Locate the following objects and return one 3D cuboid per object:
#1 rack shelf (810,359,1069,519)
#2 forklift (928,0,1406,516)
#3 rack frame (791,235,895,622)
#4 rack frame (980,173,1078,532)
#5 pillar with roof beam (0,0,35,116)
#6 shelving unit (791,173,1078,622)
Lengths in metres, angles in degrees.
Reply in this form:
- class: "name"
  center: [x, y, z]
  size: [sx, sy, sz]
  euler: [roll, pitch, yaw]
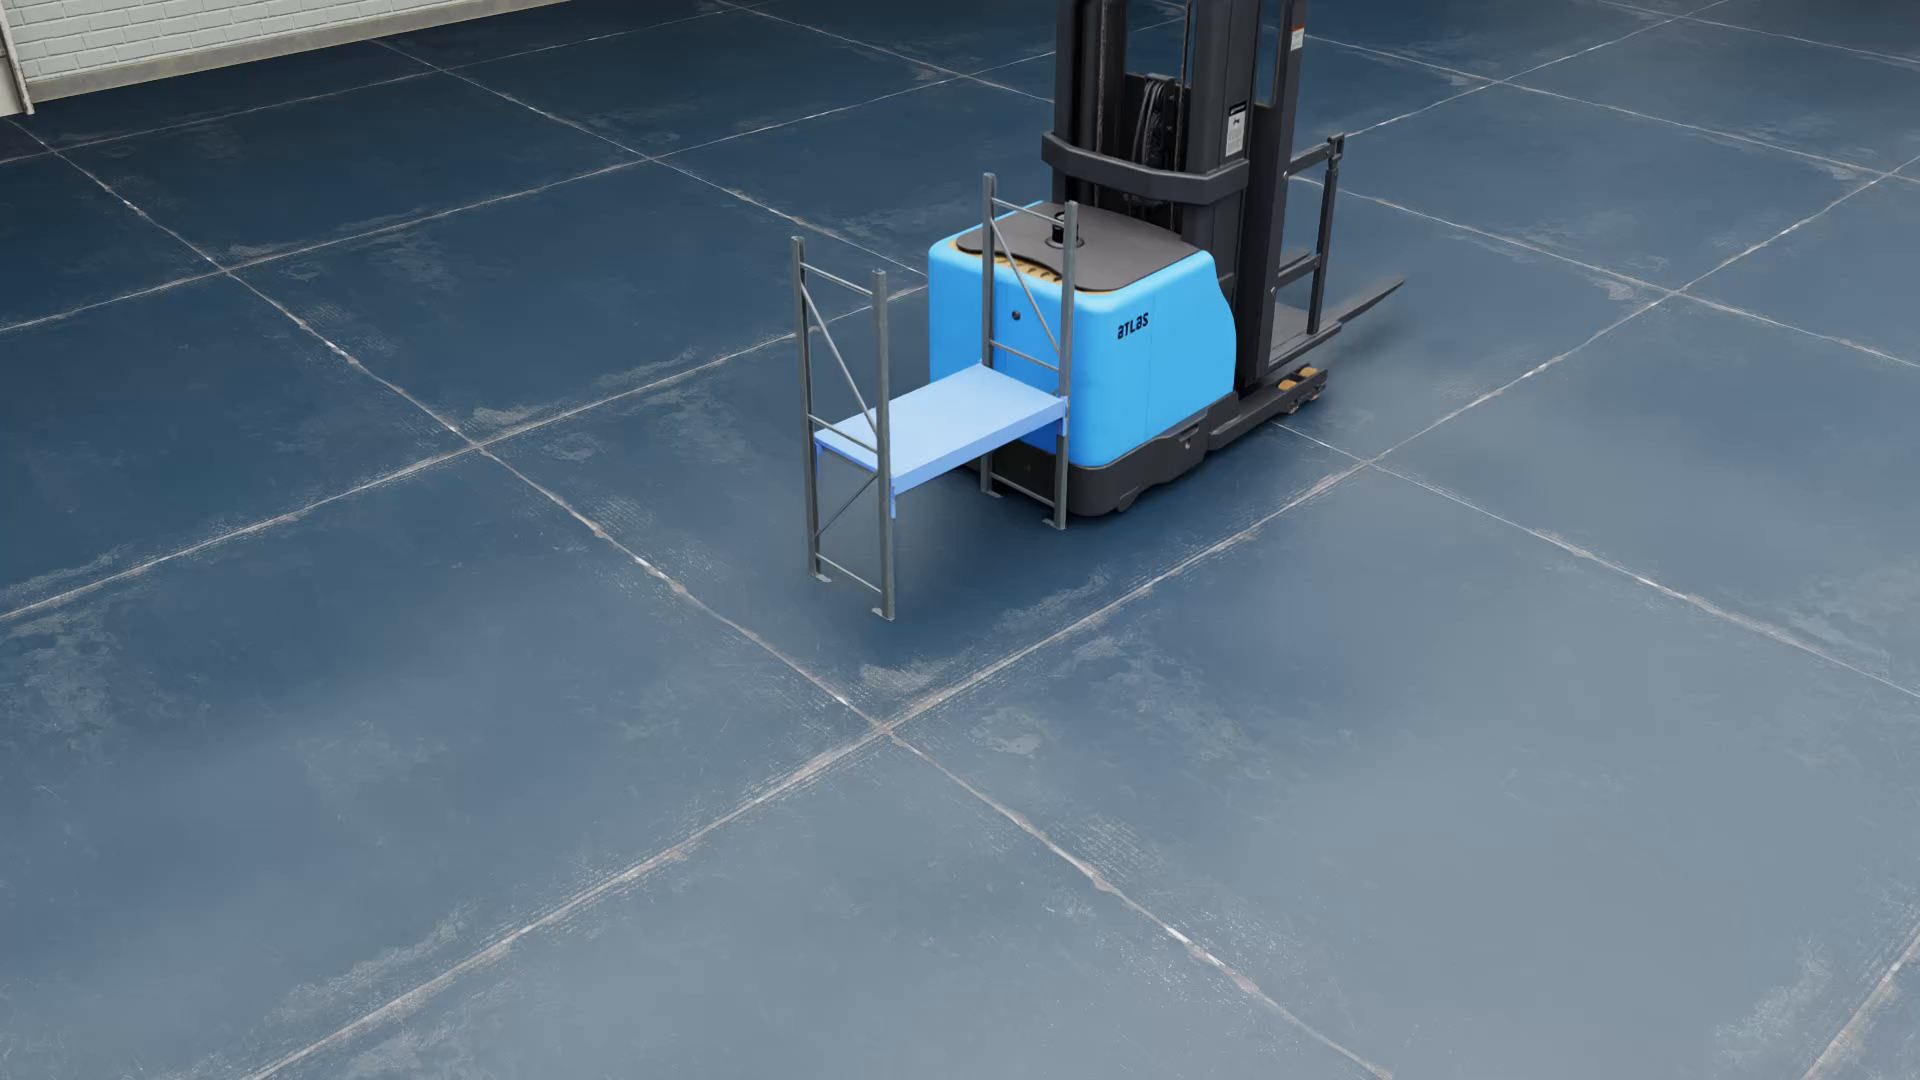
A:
- class: "rack shelf"
  center: [-0.085, -0.437, 6.872]
  size: [1.000, 0.185, 0.538]
  euler: [-27, 40, -37]
- class: "forklift"
  center: [1.203, -2.039, 7.775]
  size: [1.130, 2.935, 3.031]
  euler: [25, 39, 35]
- class: "rack frame"
  center: [-0.449, -0.406, 6.476]
  size: [0.032, 1.500, 0.500]
  euler: [-27, 40, -37]
- class: "rack frame"
  center: [0.279, -0.776, 7.081]
  size: [0.032, 1.500, 0.500]
  euler: [-27, 40, -37]
- class: "pillar with roof beam"
  center: [-4.272, -5.389, 7.437]
  size: [0.400, 9.000, 9.100]
  euler: [-26, 40, -35]
- class: "shelving unit"
  center: [-0.085, -0.591, 6.779]
  size: [1.048, 1.500, 0.538]
  euler: [-27, 40, -37]
